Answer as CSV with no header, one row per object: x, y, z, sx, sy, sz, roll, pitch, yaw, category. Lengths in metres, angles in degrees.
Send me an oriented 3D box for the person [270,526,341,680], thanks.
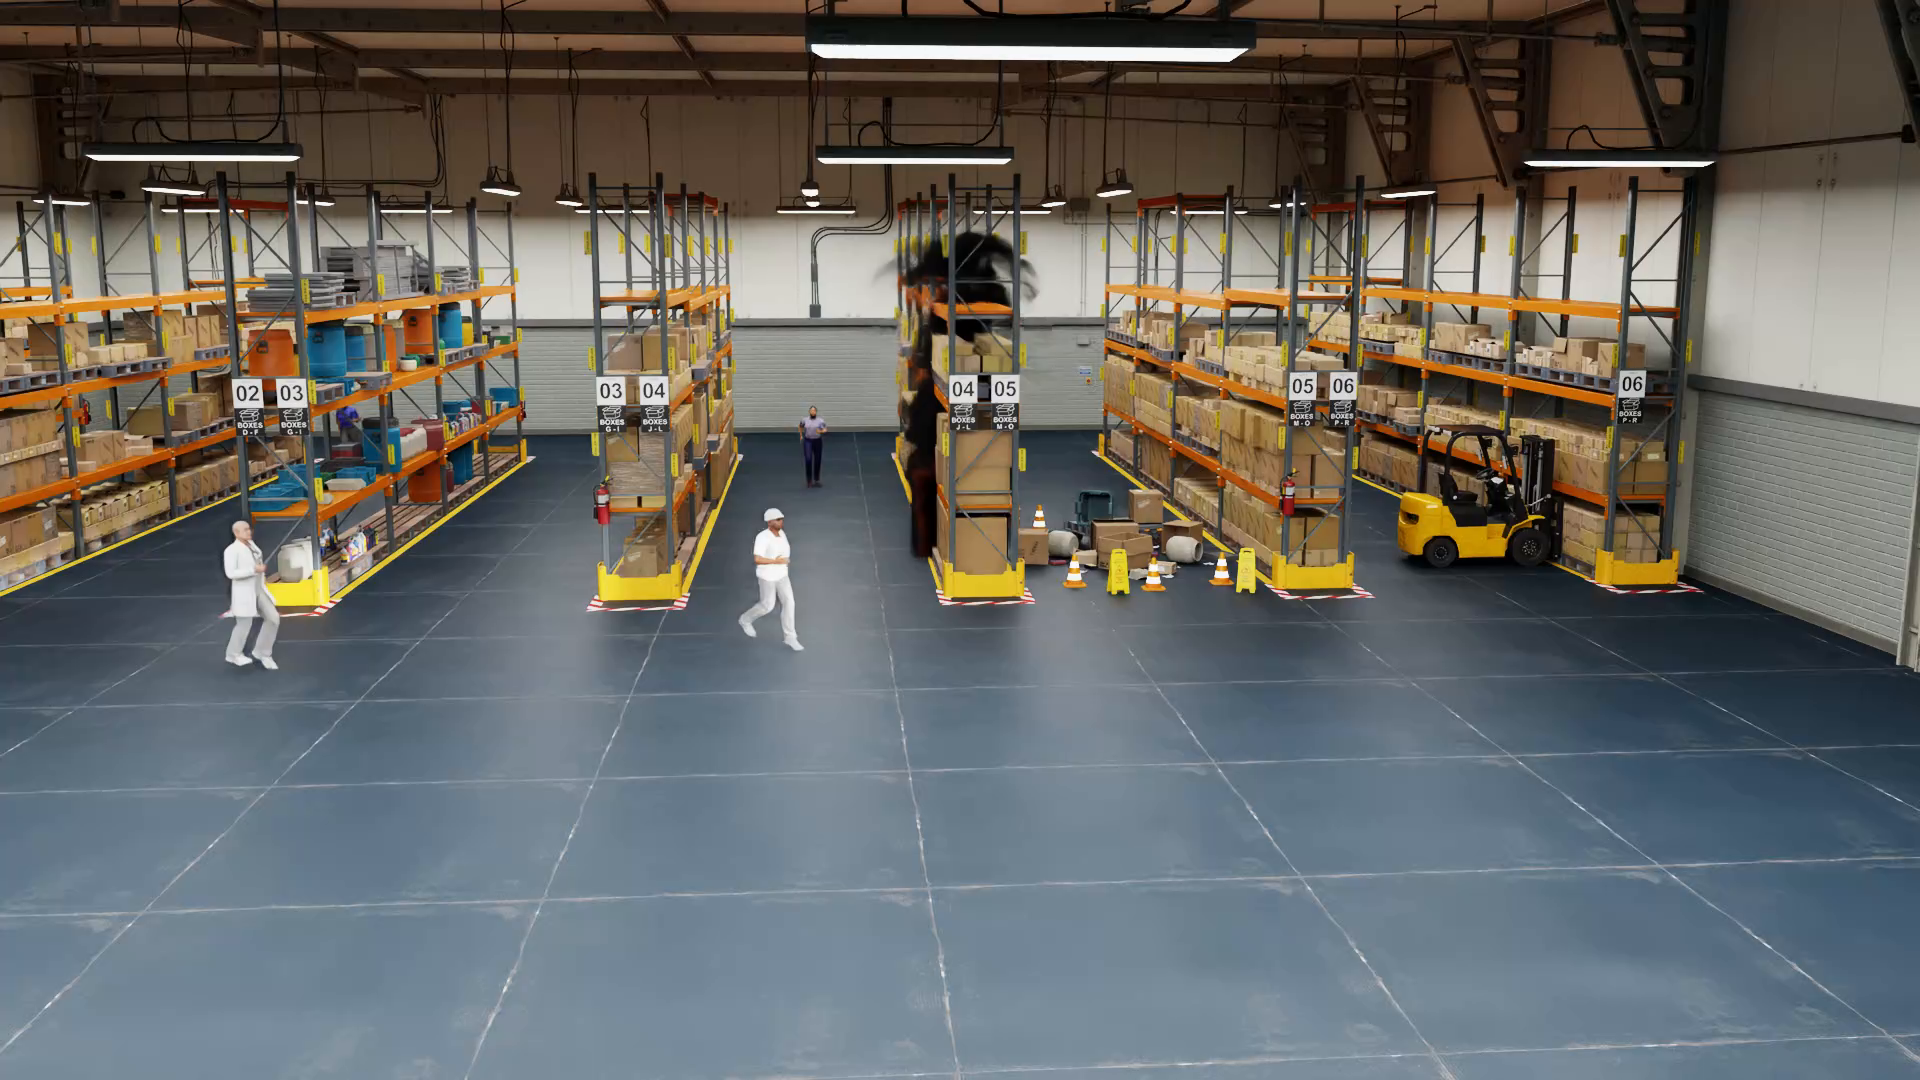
-7.583,0.734,19.473,0.773,1.800,0.673,2,10,13,person

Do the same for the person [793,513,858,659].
-1.629,0.535,20.439,0.989,1.752,0.702,6,12,33,person

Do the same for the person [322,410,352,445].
-13.707,-2.252,36.601,0.577,1.676,0.905,-2,10,-10,person

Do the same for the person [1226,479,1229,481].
5.920,-2.039,35.306,0.571,1.733,0.859,-1,10,-6,person

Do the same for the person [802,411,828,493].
-2.985,-1.826,34.375,0.550,1.685,0.821,-1,10,-7,person
